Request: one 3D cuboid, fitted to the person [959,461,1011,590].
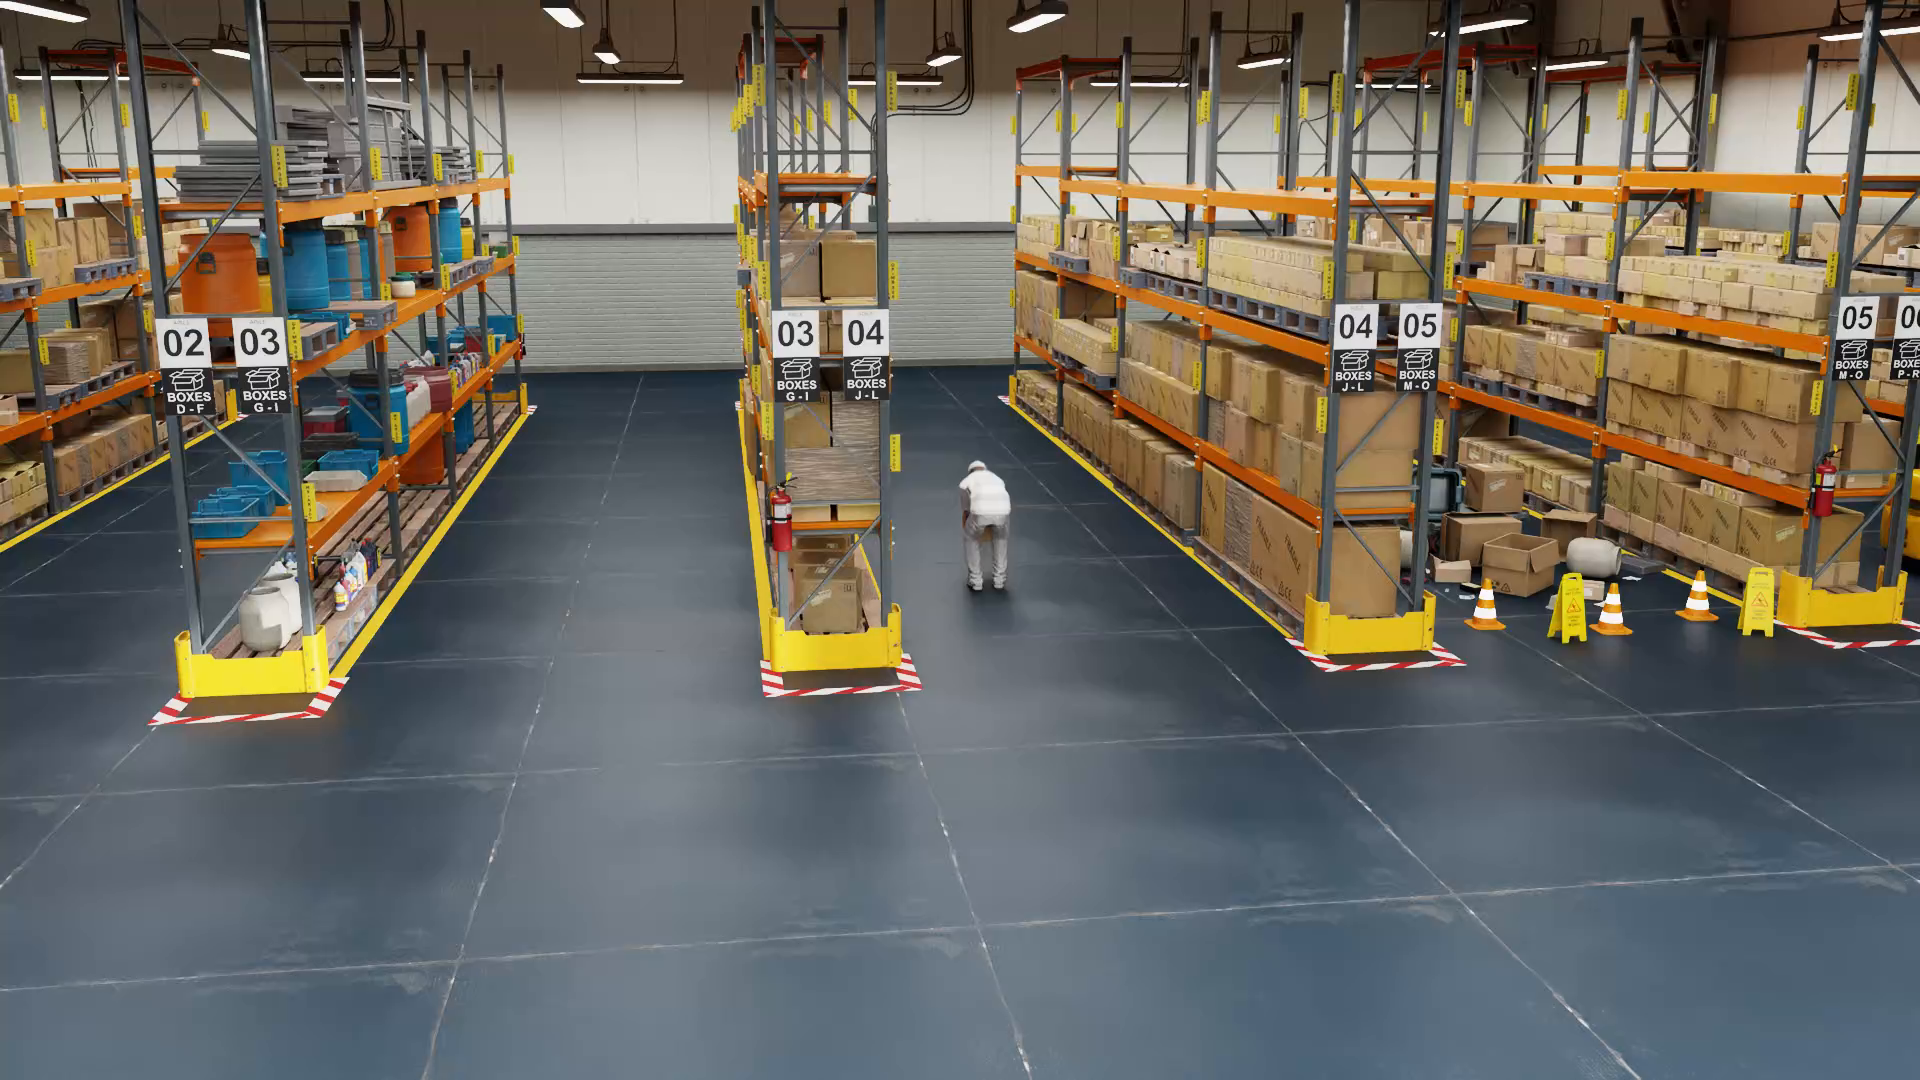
[{"bbox_3d":[0.251,-0.162,17.781,0.502,1.265,0.947,-2,13,-10],"label":"person"}]
